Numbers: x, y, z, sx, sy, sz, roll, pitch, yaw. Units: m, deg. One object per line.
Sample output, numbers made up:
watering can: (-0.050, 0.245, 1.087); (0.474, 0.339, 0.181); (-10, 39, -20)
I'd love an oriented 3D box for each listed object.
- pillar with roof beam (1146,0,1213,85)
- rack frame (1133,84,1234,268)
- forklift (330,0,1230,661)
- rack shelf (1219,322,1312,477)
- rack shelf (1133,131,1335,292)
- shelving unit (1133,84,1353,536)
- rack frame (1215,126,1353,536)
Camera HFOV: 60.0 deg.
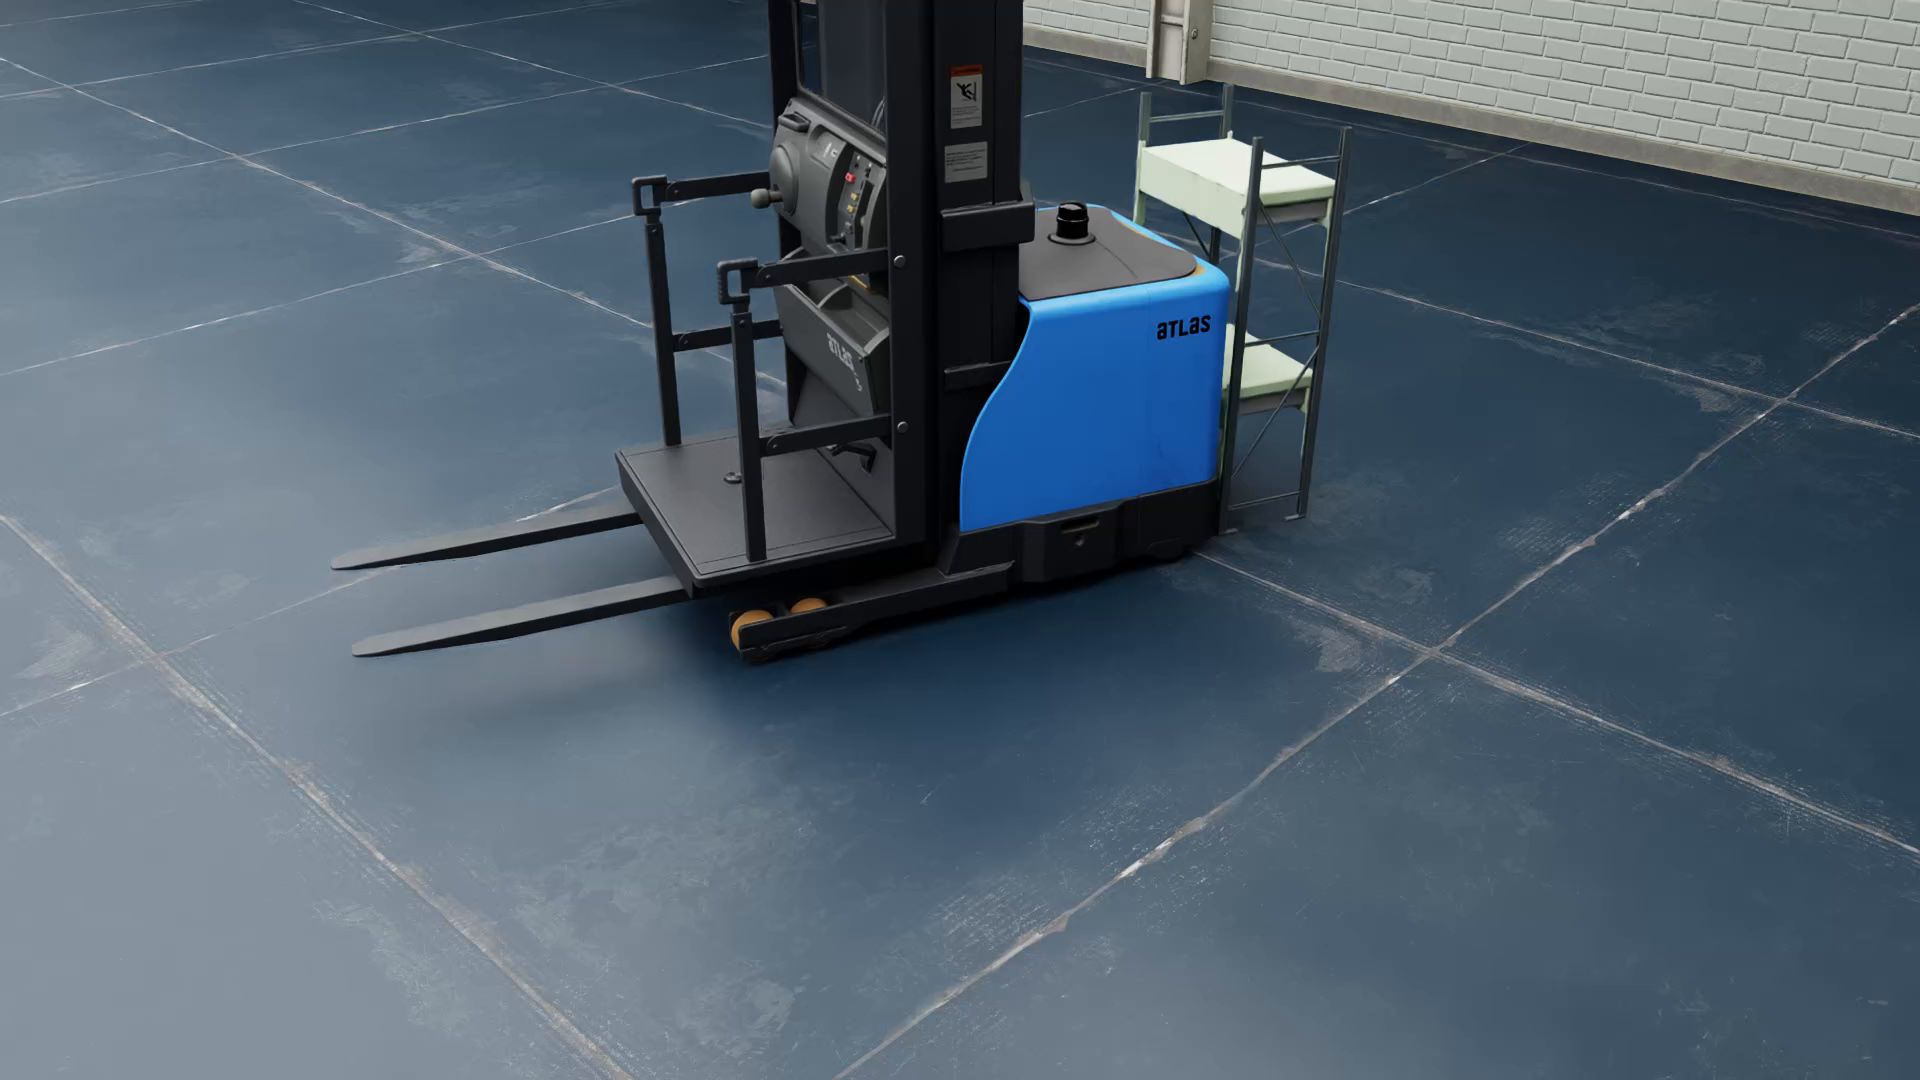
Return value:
pillar with roof beam: (-1.290, -6.237, 8.443); (0.400, 9.000, 9.100); (25, 36, 38)
rack frame: (0.846, -1.029, 6.588); (0.400, 1.500, 0.023); (-12, 30, -23)
forklift: (-0.618, -1.177, 5.339); (3.031, 2.935, 1.130); (-12, 30, -21)
rack shelf: (0.998, -0.586, 6.445); (0.431, 0.370, 0.720); (-12, 30, -23)
rack shelf: (1.008, -1.222, 6.116); (0.431, 0.370, 0.720); (-12, 30, -23)
shelving unit: (1.002, -0.875, 6.295); (0.431, 1.500, 0.755); (-12, 30, -23)
rack frame: (1.159, -0.721, 6.002); (0.400, 1.500, 0.023); (-12, 30, -23)
